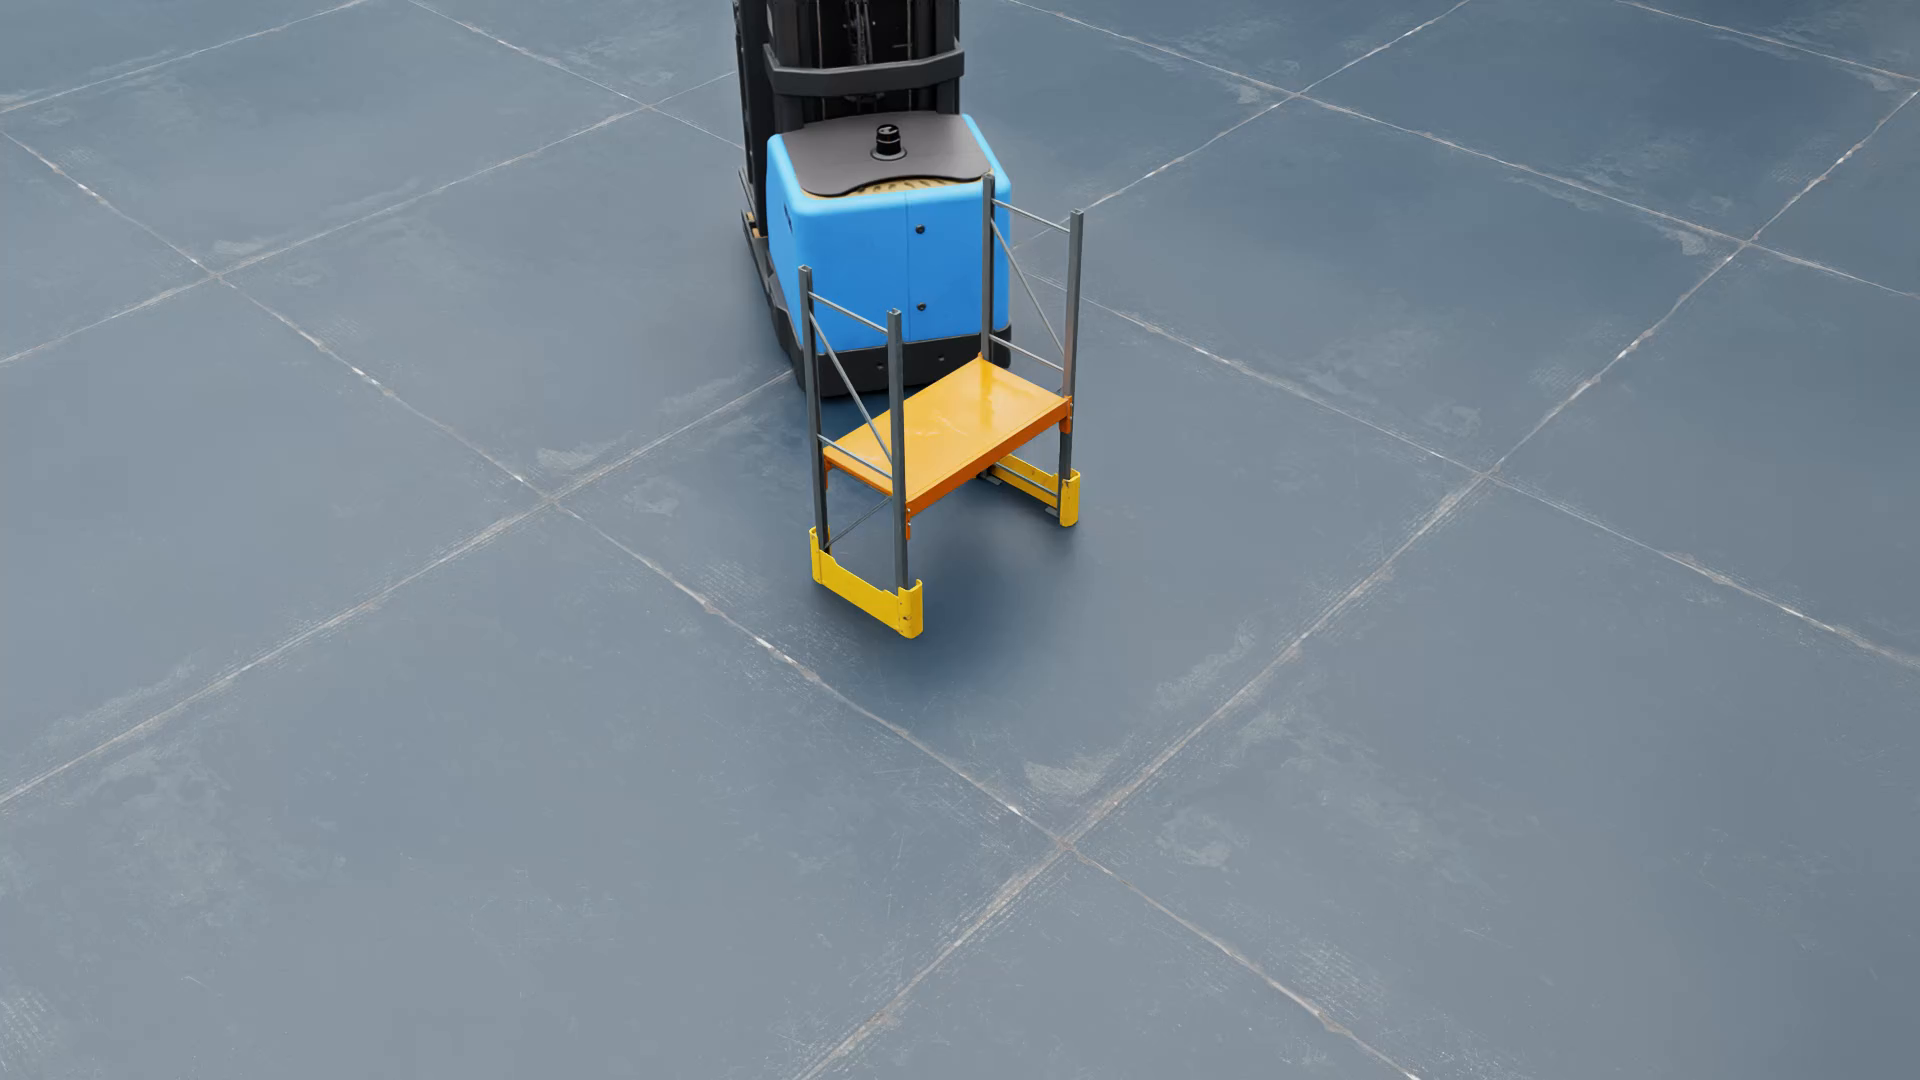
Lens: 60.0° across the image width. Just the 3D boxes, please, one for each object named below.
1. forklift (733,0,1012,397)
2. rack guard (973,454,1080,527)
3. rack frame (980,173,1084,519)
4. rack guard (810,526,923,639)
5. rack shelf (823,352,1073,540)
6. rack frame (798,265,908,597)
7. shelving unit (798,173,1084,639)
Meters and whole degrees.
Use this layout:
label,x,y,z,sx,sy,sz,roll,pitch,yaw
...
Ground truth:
label,x,y,z,sx,sy,sz,roll,pitch,yaw
forklift,-0.602,-2.757,8.362,1.130,2.935,3.031,-9,39,-11
rack guard,0.285,-0.292,7.416,0.587,0.250,0.087,30,47,32
rack frame,0.285,-0.781,7.028,0.500,1.500,0.032,30,47,32
rack guard,-0.387,0.166,6.840,0.587,0.250,0.087,30,47,32
rack shelf,-0.058,-0.407,6.846,0.538,0.185,1.000,30,47,32
rack frame,-0.401,-0.314,6.440,0.500,1.500,0.032,30,47,32
shelving unit,-0.051,-0.552,6.739,0.587,1.500,1.083,30,47,32
